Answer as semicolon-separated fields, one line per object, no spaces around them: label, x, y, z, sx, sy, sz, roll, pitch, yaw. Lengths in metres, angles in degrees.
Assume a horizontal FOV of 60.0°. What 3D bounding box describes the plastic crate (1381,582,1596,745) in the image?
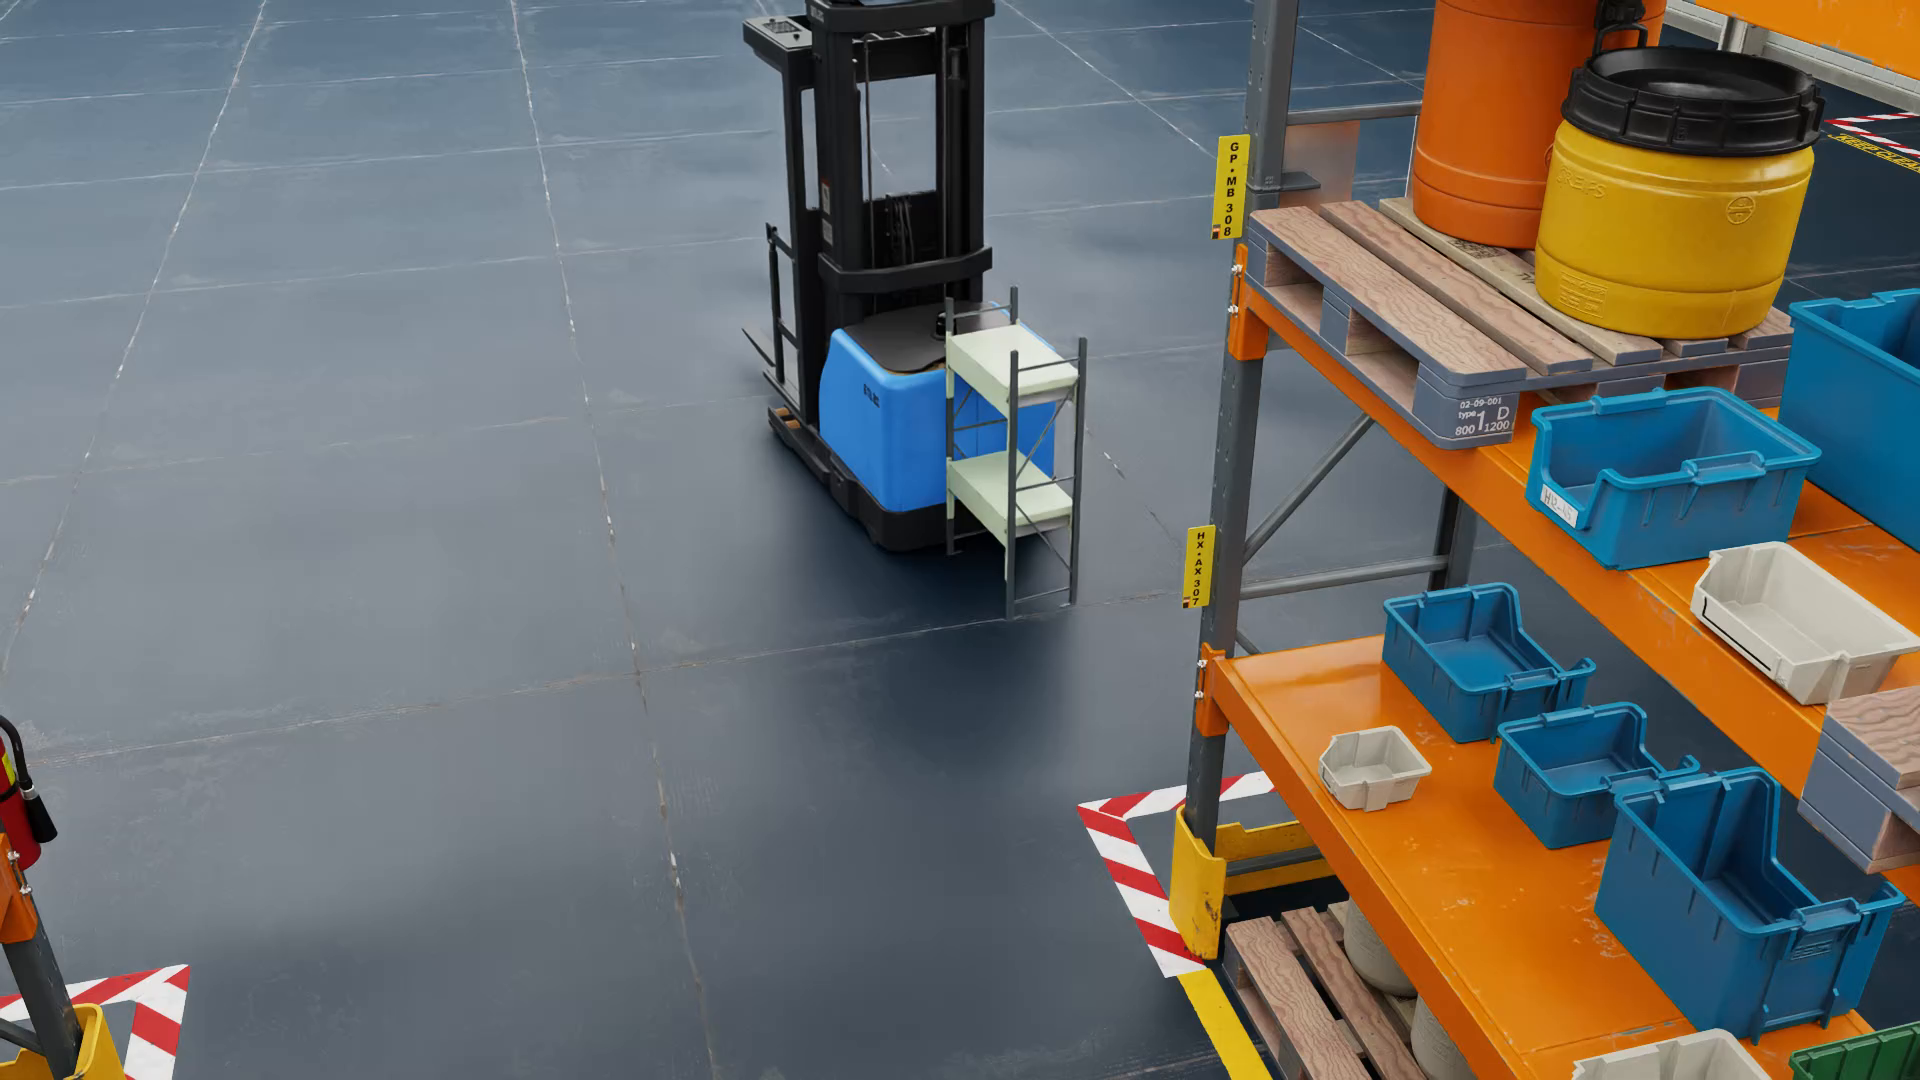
plastic crate;1.787;0.411;5.695;0.499;0.251;0.616;-8;31;-13

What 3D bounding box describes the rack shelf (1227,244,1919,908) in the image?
rack shelf;1.897;0.123;3.766;1.077;0.370;4.000;-8;31;-13

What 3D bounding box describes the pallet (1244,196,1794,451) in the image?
pallet;1.491;-0.660;4.589;1.003;0.211;1.213;-8;31;-13

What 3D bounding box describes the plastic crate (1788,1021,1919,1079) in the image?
plastic crate;2.340;1.475;3.919;0.450;0.188;0.662;-8;31;-13

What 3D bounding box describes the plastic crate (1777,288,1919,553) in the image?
plastic crate;2.163;-0.266;3.737;0.392;0.384;0.575;-8;31;-13

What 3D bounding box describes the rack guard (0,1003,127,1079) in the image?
rack guard;-3.389;1.921;5.431;1.175;0.500;0.348;-8;31;-13

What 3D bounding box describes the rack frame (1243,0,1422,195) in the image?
rack frame;1.366;-2.452;4.503;1.000;3.000;0.127;-8;31;-13

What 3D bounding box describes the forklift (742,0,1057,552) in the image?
forklift;-0.543;-1.923;9.646;1.130;2.935;3.031;-13;33;-21

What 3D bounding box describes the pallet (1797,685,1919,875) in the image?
pallet;2.142;0.524;2.544;1.213;0.211;1.003;-8;31;-13

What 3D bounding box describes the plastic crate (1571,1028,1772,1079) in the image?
plastic crate;1.753;1.440;4.031;0.530;0.136;0.437;-8;31;-13

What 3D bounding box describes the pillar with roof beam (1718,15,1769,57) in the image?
pillar with roof beam;4.602;-8.770;15.418;9.100;9.000;0.400;-8;31;-13

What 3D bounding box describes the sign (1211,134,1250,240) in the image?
sign;0.835;-1.087;5.130;0.100;0.325;0.005;-8;31;-13

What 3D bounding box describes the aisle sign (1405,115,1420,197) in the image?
aisle sign;1.633;-1.055;5.483;0.394;0.787;0.004;-8;31;-13

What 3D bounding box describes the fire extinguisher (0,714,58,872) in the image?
fire extinguisher;-2.995;0.720;5.089;0.296;0.674;0.183;-8;31;-13

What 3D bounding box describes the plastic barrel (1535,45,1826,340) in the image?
plastic barrel;1.791;-0.883;4.180;0.600;0.588;0.600;0;30;0

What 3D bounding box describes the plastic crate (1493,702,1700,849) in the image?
plastic crate;1.954;0.725;5.151;0.499;0.251;0.408;-8;31;-13

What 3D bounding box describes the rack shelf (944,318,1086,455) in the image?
rack shelf;0.266;-0.778;8.319;0.431;0.370;0.720;-13;33;-21

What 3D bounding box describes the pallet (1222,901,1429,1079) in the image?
pallet;1.642;1.775;5.973;1.003;0.211;1.213;-8;31;-13

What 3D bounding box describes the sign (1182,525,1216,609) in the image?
sign;0.835;0.096;5.814;0.100;0.325;0.005;-8;31;-13

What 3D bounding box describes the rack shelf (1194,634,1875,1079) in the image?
rack shelf;1.897;1.422;4.518;1.077;0.370;4.000;-8;31;-13

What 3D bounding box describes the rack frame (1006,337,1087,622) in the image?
rack frame;0.421;-0.274;8.227;0.400;1.500;0.023;-13;33;-21

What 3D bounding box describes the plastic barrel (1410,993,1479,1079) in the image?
plastic barrel;1.748;1.589;5.574;0.421;0.512;0.421;0;30;0

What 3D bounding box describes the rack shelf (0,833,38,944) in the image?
rack shelf;-2.878;2.080;3.380;1.077;0.370;4.000;-8;31;-13

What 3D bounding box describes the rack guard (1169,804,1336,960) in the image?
rack guard;1.432;1.257;6.580;1.175;0.500;0.348;-8;31;-13

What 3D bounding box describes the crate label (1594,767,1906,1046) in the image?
crate label;2.115;0.982;4.524;0.502;0.435;0.616;-8;31;-13

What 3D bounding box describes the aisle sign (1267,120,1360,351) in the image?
aisle sign;1.065;-0.977;5.348;0.394;0.787;0.004;-8;31;-13

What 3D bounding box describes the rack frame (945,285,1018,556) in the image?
rack frame;0.112;-0.607;8.801;0.400;1.500;0.023;-13;33;-21

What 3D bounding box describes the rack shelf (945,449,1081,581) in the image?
rack shelf;0.266;-0.159;8.677;0.431;0.370;0.720;-13;33;-21

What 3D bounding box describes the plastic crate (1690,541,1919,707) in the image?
plastic crate;1.612;0.171;3.230;0.243;0.136;0.396;-8;31;-13

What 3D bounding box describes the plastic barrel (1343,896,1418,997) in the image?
plastic barrel;1.614;1.347;5.993;0.421;0.512;0.421;0;30;0

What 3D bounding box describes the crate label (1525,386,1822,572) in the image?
crate label;1.544;-0.142;3.654;0.502;0.251;0.408;-8;31;-13

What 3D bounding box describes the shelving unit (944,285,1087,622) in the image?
shelving unit;0.266;-0.441;8.514;0.431;1.500;0.755;-13;33;-21

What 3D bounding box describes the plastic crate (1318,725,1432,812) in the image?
plastic crate;1.293;0.733;5.252;0.298;0.136;0.250;-8;31;-13

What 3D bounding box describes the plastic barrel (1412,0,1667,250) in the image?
plastic barrel;1.618;-1.304;4.666;0.600;0.830;0.708;-8;31;-13

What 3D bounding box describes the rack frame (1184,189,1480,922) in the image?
rack frame;1.366;0.144;6.006;1.000;3.000;0.127;-8;31;-13
